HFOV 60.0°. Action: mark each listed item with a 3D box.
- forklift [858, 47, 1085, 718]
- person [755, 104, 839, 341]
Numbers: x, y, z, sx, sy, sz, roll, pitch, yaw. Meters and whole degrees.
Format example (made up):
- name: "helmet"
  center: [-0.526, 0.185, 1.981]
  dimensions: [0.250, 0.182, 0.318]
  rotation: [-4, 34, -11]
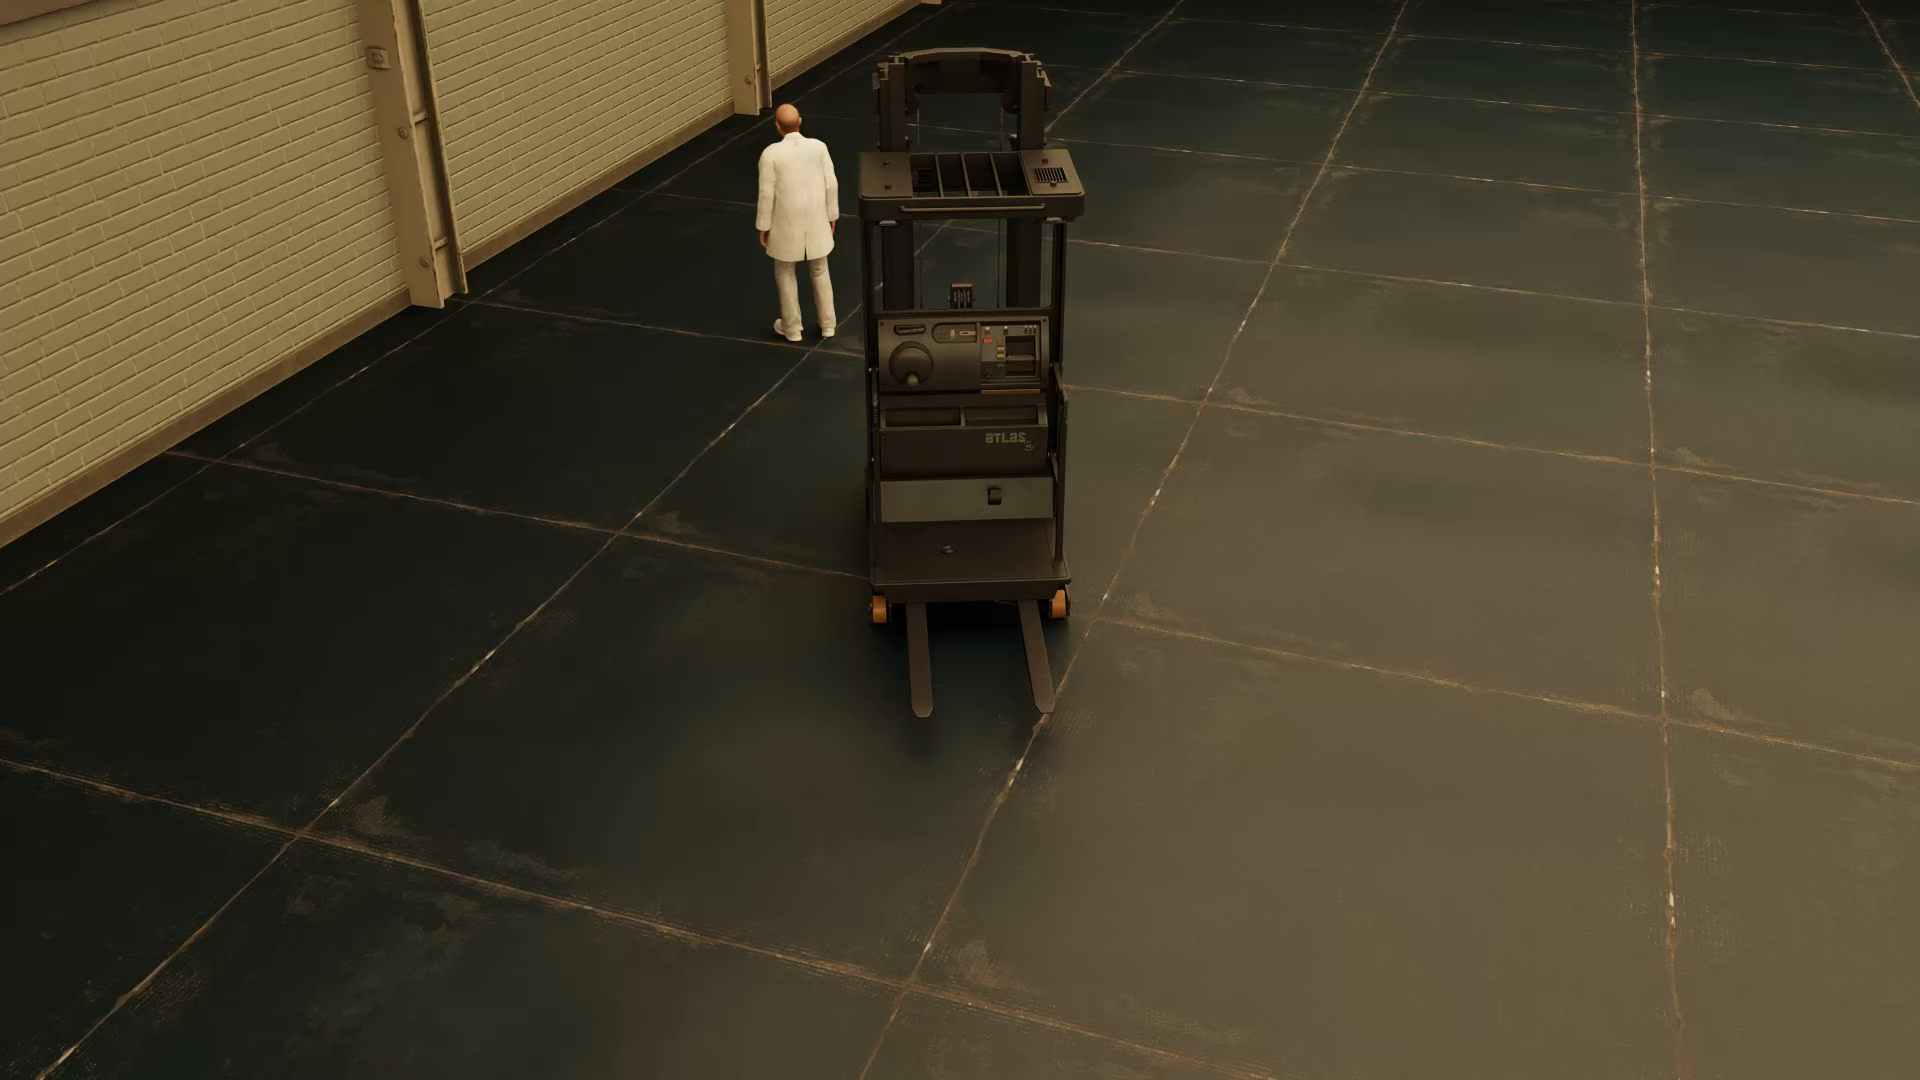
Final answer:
- name: "forklift"
  center: [0.035, -0.972, 8.842]
  dimensions: [1.130, 2.935, 3.031]
  rotation: [-2, 30, -3]
- name: "person"
  center: [-1.220, -2.371, 12.465]
  dimensions: [0.649, 1.773, 0.436]
  rotation: [-12, 32, -19]
